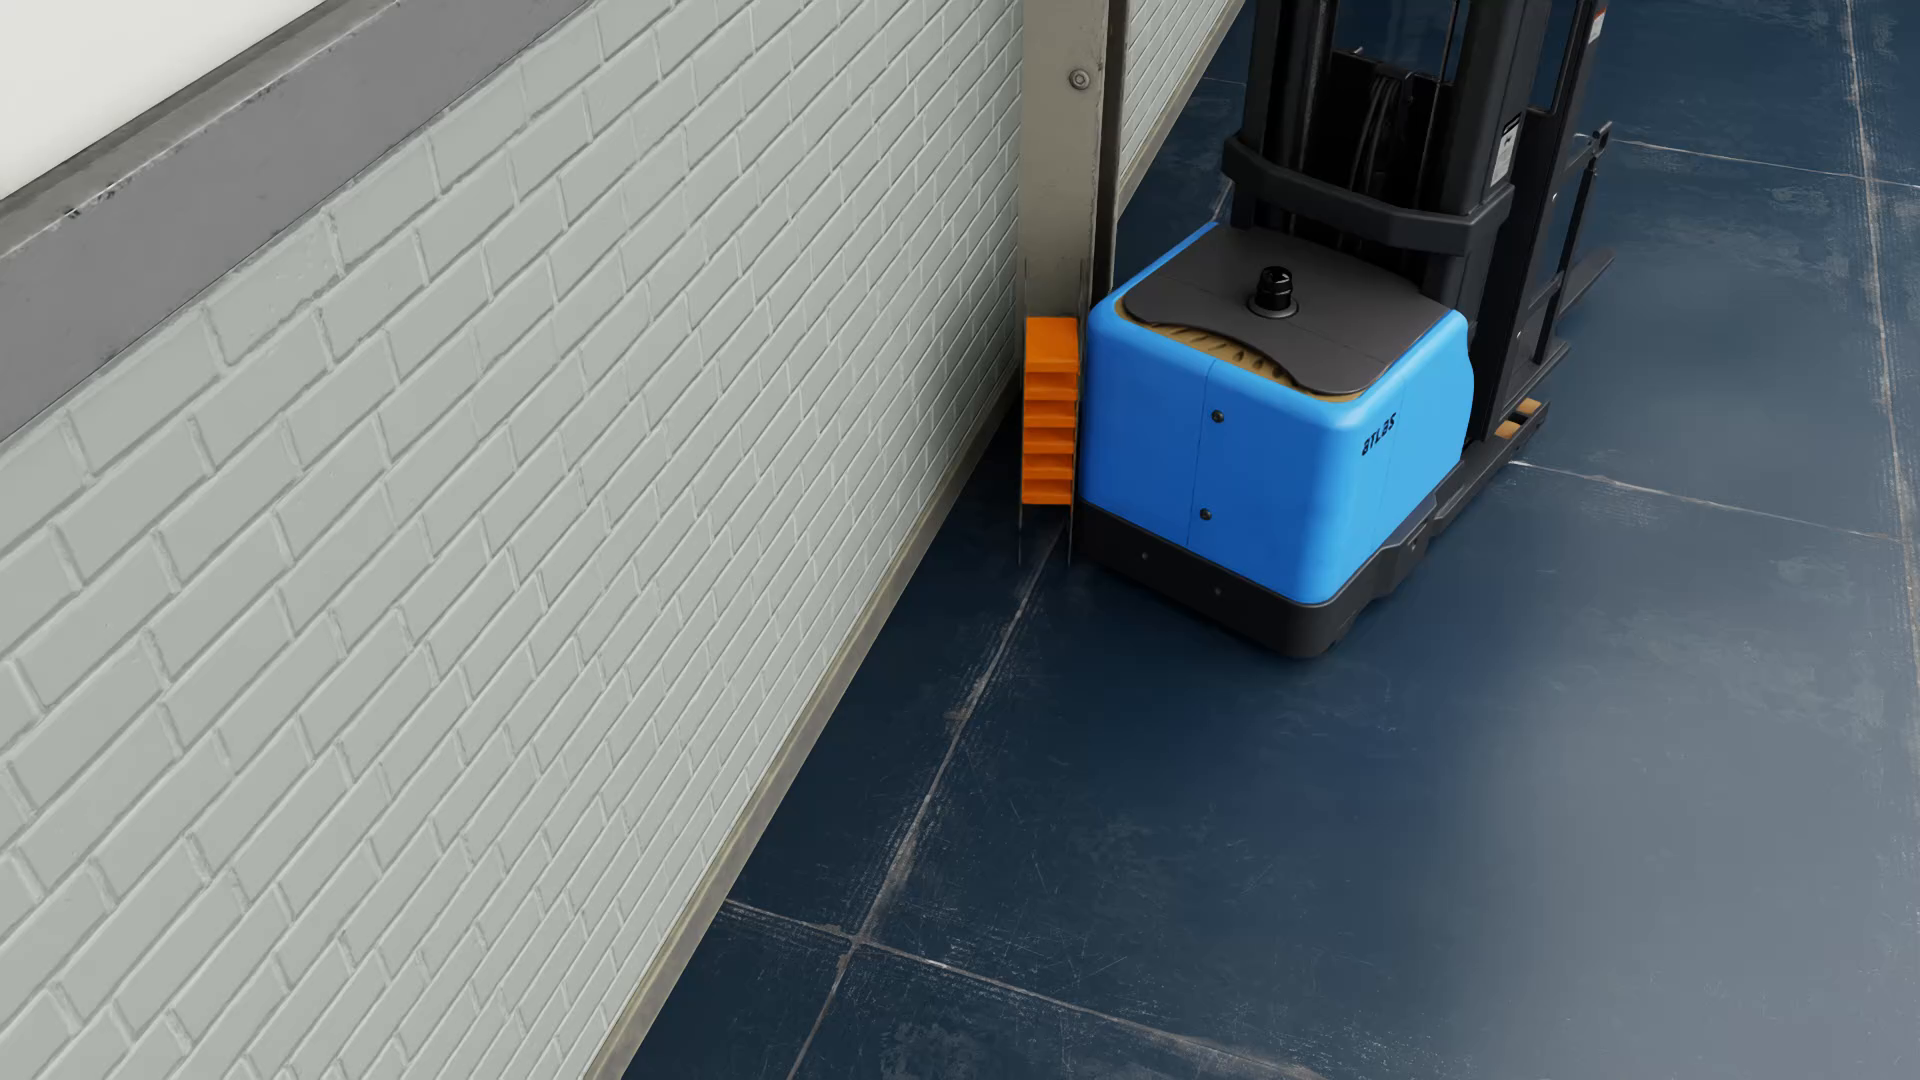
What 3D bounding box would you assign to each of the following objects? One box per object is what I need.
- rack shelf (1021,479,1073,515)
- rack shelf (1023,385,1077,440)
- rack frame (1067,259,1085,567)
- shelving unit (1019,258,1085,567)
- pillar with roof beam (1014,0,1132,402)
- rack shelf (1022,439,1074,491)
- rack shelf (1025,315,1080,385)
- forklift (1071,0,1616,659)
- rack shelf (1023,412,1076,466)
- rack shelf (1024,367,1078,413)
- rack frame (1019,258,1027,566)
[{"bbox_3d":[0.311,-0.212,5.996,0.180,0.103,0.258,1,45,1],"label":"rack shelf"},{"bbox_3d":[0.308,-0.468,5.743,0.180,0.103,0.258,1,45,1],"label":"rack shelf"},{"bbox_3d":[0.401,-0.413,5.794,0.006,1.200,0.240,1,45,1],"label":"rack frame"},{"bbox_3d":[0.309,-0.414,5.796,0.189,1.200,0.258,1,45,1],"label":"shelving unit"},{"bbox_3d":[4.476,-3.195,3.062,9.100,9.000,0.400,13,42,15],"label":"pillar with roof beam"},{"bbox_3d":[0.310,-0.297,5.912,0.180,0.103,0.258,1,45,1],"label":"rack shelf"},{"bbox_3d":[0.307,-0.638,5.574,0.180,0.103,0.258,1,45,1],"label":"rack shelf"},{"bbox_3d":[1.720,-1.607,5.875,1.130,2.935,3.031,27,48,28],"label":"forklift"},{"bbox_3d":[0.309,-0.382,5.827,0.180,0.103,0.258,1,45,1],"label":"rack shelf"},{"bbox_3d":[0.308,-0.553,5.659,0.180,0.103,0.258,1,45,1],"label":"rack shelf"},{"bbox_3d":[0.218,-0.415,5.798,0.006,1.200,0.240,1,45,1],"label":"rack frame"}]
